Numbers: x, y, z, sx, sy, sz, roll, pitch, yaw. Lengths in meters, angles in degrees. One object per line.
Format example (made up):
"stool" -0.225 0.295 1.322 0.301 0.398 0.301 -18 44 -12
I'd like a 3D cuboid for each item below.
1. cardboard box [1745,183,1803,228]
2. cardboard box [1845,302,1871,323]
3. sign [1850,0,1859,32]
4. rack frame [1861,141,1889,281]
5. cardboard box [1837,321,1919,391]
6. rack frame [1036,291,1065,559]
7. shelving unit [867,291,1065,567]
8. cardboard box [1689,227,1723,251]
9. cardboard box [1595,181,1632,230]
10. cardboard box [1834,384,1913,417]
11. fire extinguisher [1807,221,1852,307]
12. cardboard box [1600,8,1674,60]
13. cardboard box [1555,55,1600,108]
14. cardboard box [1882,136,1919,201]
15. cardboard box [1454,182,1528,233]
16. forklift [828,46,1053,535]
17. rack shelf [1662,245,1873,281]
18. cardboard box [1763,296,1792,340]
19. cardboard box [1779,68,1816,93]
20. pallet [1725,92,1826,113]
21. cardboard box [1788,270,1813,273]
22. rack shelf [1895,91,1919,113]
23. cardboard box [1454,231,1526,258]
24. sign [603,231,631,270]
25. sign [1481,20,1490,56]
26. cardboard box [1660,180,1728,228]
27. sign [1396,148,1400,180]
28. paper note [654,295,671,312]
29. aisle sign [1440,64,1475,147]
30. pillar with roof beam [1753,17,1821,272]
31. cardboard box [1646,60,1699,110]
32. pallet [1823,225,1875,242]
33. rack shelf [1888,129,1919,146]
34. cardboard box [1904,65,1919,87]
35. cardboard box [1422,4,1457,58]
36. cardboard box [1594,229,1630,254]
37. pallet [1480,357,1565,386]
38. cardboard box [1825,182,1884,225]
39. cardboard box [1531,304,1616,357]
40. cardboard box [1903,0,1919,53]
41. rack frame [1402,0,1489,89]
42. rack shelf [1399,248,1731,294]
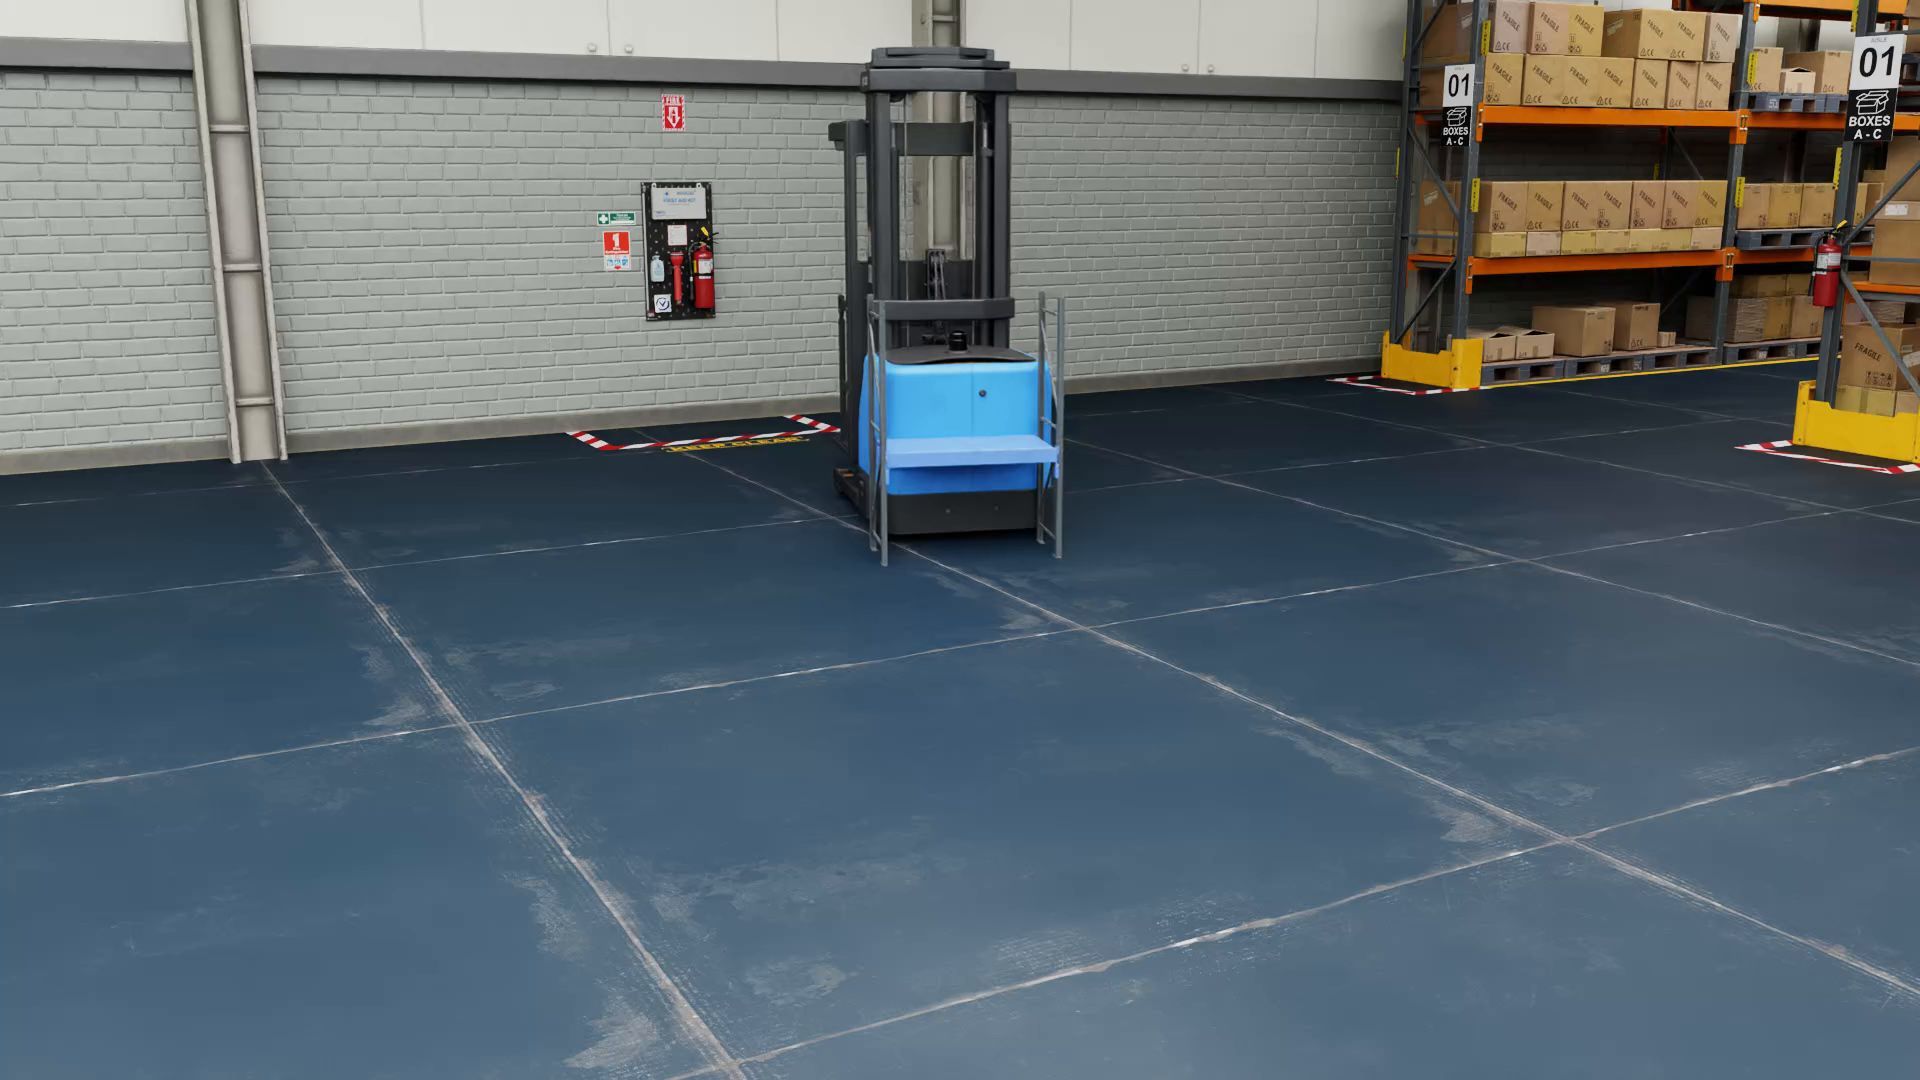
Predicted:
"cardboard box" 9.344 -3.910 19.422 0.500 0.500 0.700 -5 14 -22
"cardboard box" 10.783 -2.841 20.591 0.500 0.500 0.700 -7 14 -28
"sign" 7.005 -4.130 12.961 0.005 0.325 0.100 -7 14 -28
"rack frame" 11.898 -3.963 20.887 0.127 3.000 1.000 -7 14 -28
"cardboard box" 7.581 -1.510 13.587 0.500 0.500 0.500 -7 14 -28
"rack frame" 0.526 -0.675 9.690 0.032 1.500 0.500 -2 13 -11
"shelving unit" 0.027 -0.653 9.596 1.048 1.500 0.538 -2 13 -11
"cardboard box" 8.116 -3.371 18.551 0.500 0.250 0.500 -7 14 -28
"cardboard box" 6.782 -3.576 17.756 0.500 0.500 0.500 -6 14 -26
"cardboard box" 7.582 -1.144 13.667 0.500 0.250 0.500 -7 14 -28
"fire extinguisher" 6.927 -2.207 13.259 0.183 0.674 0.296 -7 14 -28
"cardboard box" 7.148 -5.330 17.581 0.500 0.500 0.500 -7 15 -30
"cardboard box" 6.232 -4.736 17.214 0.500 0.500 0.500 -6 14 -25
"cardboard box" 7.715 -2.901 12.986 0.500 0.500 0.700 -7 14 -28
"cardboard box" 5.439 -3.416 17.045 0.500 0.500 0.500 -7 14 -28
"forklift" -0.264 -1.735 11.143 1.130 2.935 3.031 -3 13 -13
"rack shelf" 10.142 -3.402 20.031 4.000 0.370 1.077 -7 14 -28
"cardboard box" 9.455 -2.682 19.887 0.500 0.500 0.700 -7 15 -29
"cardboard box" 9.446 -5.274 19.127 0.500 0.311 0.500 -6 14 -26
"pallet" 8.980 -4.959 18.906 1.003 0.211 1.213 -7 14 -28
"cardboard box" 10.312 -3.135 20.193 0.500 0.250 0.500 -7 14 -28
"rack shelf" 9.008 -3.490 13.592 4.000 0.370 1.077 -7 14 -28
"cardboard box" 5.457 -3.048 17.118 0.500 0.250 0.500 -7 15 -29
"sign" -2.912 -2.457 14.114 0.234 0.329 0.001 -7 14 -28
"sign" 5.136 -4.907 16.258 0.005 0.325 0.100 -7 14 -28
"cardboard box" 8.120 -3.735 18.464 0.500 0.500 0.500 -7 14 -28
"sign" 4.628 -3.950 17.471 0.005 0.325 0.100 -7 14 -28
"paper note" -2.566 -2.043 14.362 0.142 0.148 0.016 -7 14 -28
"aisle sign" 4.957 -4.324 16.572 0.004 0.787 0.394 -7 14 -28
"pillar with roof beam" 12.405 -6.090 16.675 0.400 9.000 9.100 -7 14 -28
"cardboard box" 7.612 -4.913 18.002 0.500 0.500 0.500 -8 15 -33
"pallet" 11.323 -3.774 20.484 1.003 0.211 1.213 -7 14 -28
"rack shelf" 13.653 -5.286 21.572 4.000 0.370 1.077 -7 14 -28
"cardboard box" 12.288 -5.751 20.770 0.500 0.500 0.700 -8 15 -32
"cardboard box" 5.129 -5.227 17.121 0.500 0.500 0.500 -6 14 -25
"cardboard box" 6.800 -3.211 17.841 0.500 0.250 0.500 -7 14 -27
"pallet" 5.673 -1.848 17.839 1.213 0.211 1.003 -7 14 -28
"cardboard box" 11.013 -4.111 20.315 0.500 0.500 0.700 -8 15 -33
"cardboard box" 6.695 -2.300 18.187 0.500 0.500 0.700 -8 15 -31
"cardboard box" 7.759 -4.014 12.770 0.637 0.503 0.797 -6 14 -24
"rack frame" 4.876 -6.048 16.489 0.127 3.000 1.000 -7 14 -28
"rack shelf" 6.632 -2.981 18.162 4.000 0.370 1.077 -7 14 -28
